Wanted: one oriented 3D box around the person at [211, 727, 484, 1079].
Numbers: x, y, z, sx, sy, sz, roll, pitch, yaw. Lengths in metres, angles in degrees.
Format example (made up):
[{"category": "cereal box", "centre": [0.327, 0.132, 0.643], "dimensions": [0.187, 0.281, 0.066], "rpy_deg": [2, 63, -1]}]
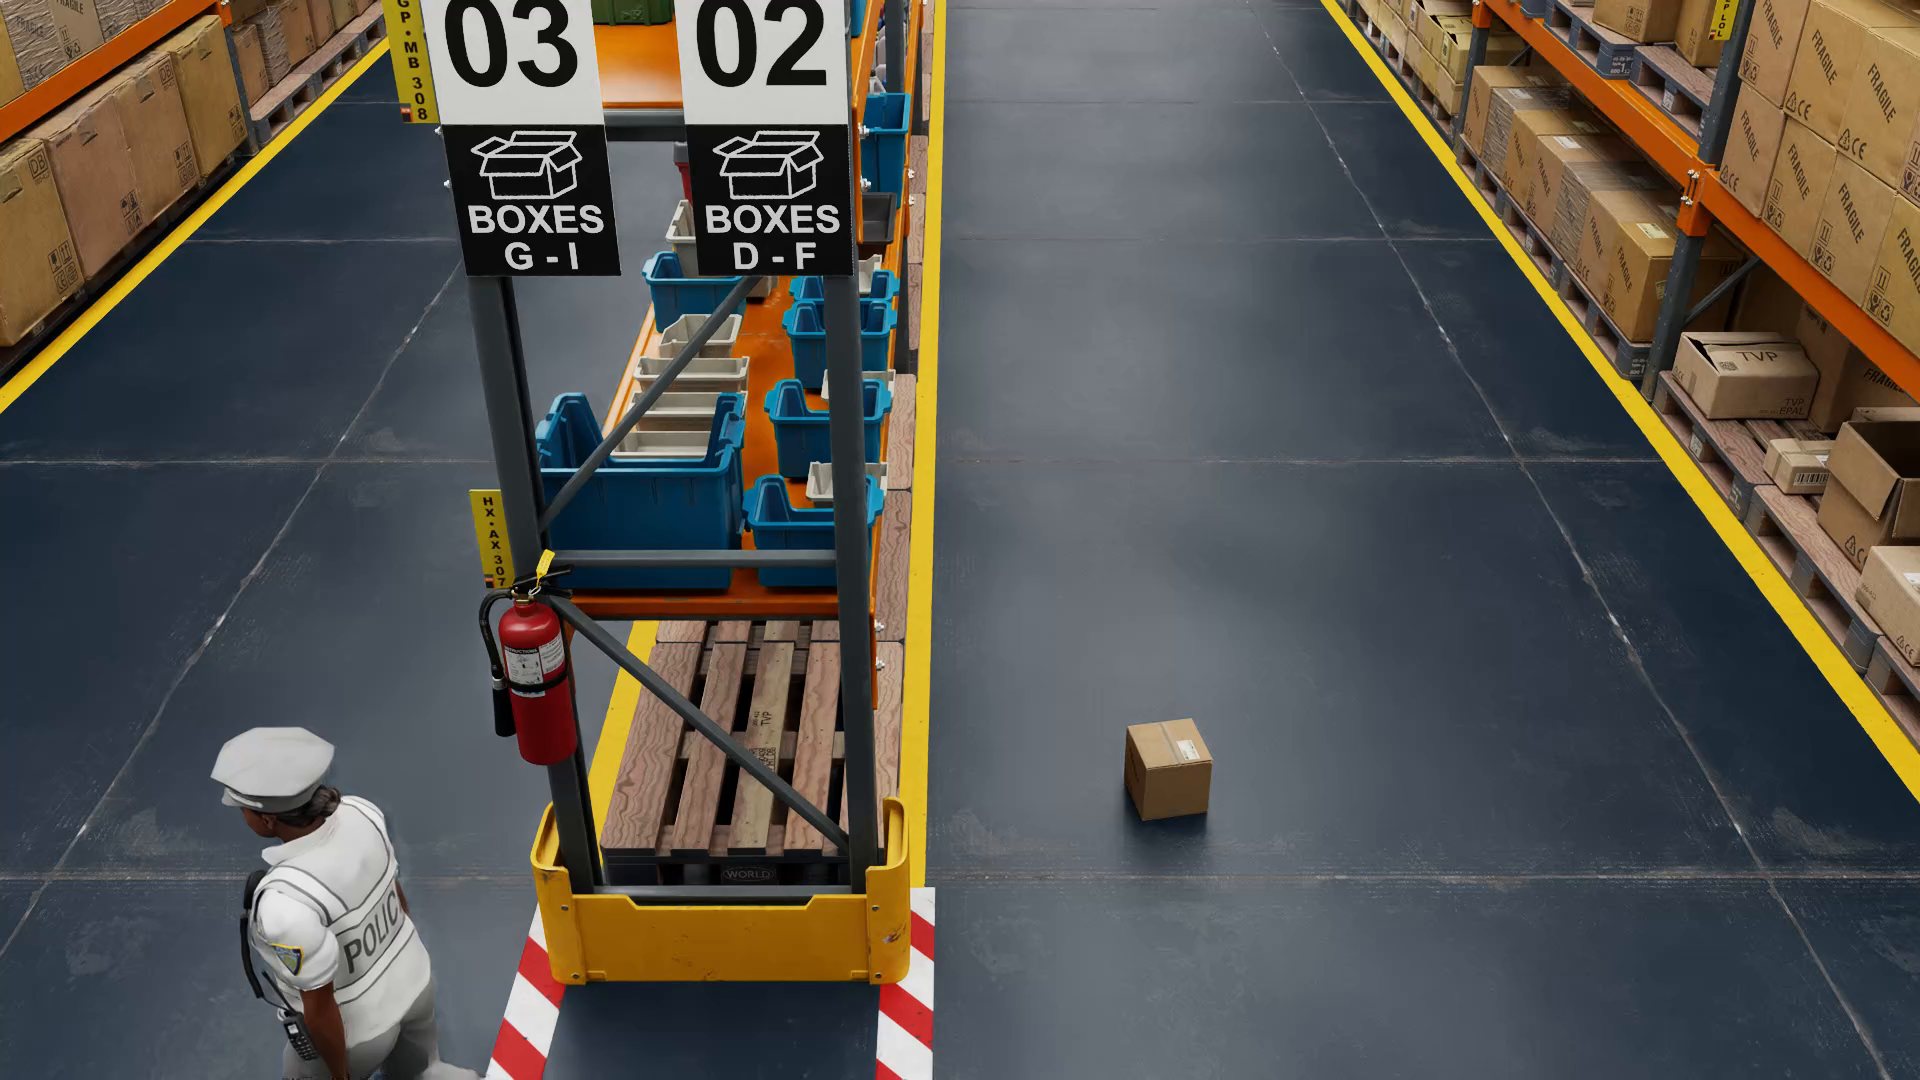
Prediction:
[{"category": "person", "centre": [-1.457, 1.186, 4.200], "dimensions": [0.809, 1.632, 0.464], "rpy_deg": [8, 33, 13]}]
